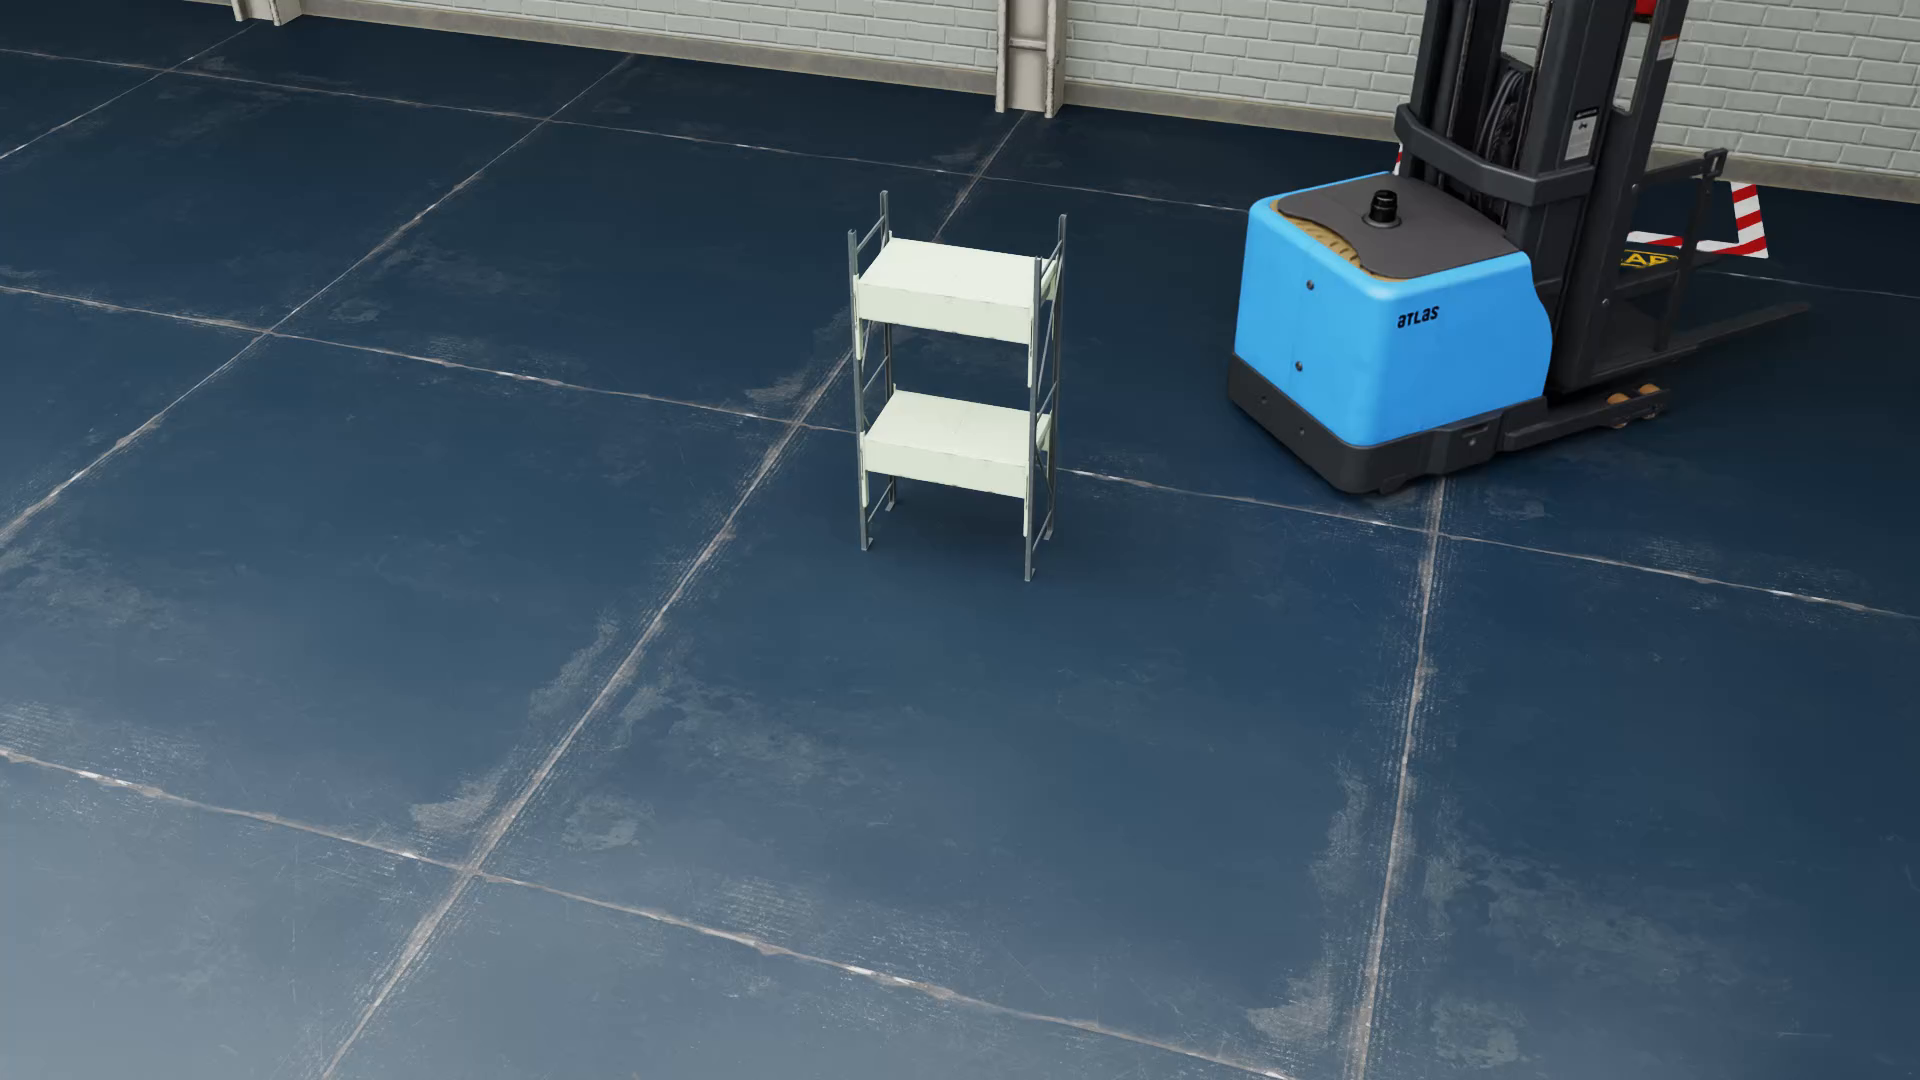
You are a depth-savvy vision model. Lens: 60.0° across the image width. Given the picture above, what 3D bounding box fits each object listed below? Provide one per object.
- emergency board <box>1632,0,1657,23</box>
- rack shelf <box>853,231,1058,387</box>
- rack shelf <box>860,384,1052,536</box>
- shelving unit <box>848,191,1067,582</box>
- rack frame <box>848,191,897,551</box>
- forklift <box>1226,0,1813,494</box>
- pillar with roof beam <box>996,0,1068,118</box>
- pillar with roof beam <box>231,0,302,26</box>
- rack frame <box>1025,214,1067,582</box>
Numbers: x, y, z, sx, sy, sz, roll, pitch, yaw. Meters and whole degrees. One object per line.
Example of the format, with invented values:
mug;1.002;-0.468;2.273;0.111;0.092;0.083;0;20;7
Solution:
emergency board;3.852;-3.533;9.520;0.643;1.169;0.194;10;38;14
rack shelf;-0.006;-0.919;6.576;0.720;0.370;0.431;10;38;14
rack shelf;-0.006;-0.343;7.000;0.720;0.370;0.431;10;38;14
shelving unit;-0.006;-0.605;6.807;0.755;1.500;0.431;10;38;14
rack frame;-0.356;-0.670;6.895;0.023;1.500;0.400;10;38;14
forklift;2.852;-1.980;7.468;3.031;2.935;1.130;-16;39;-21
pillar with roof beam;-0.811;-4.116;5.251;0.400;9.000;9.100;10;38;14
pillar with roof beam;-6.538;-5.176;6.692;0.400;9.000;9.100;10;38;14
rack frame;0.343;-0.541;6.719;0.023;1.500;0.400;10;38;14
